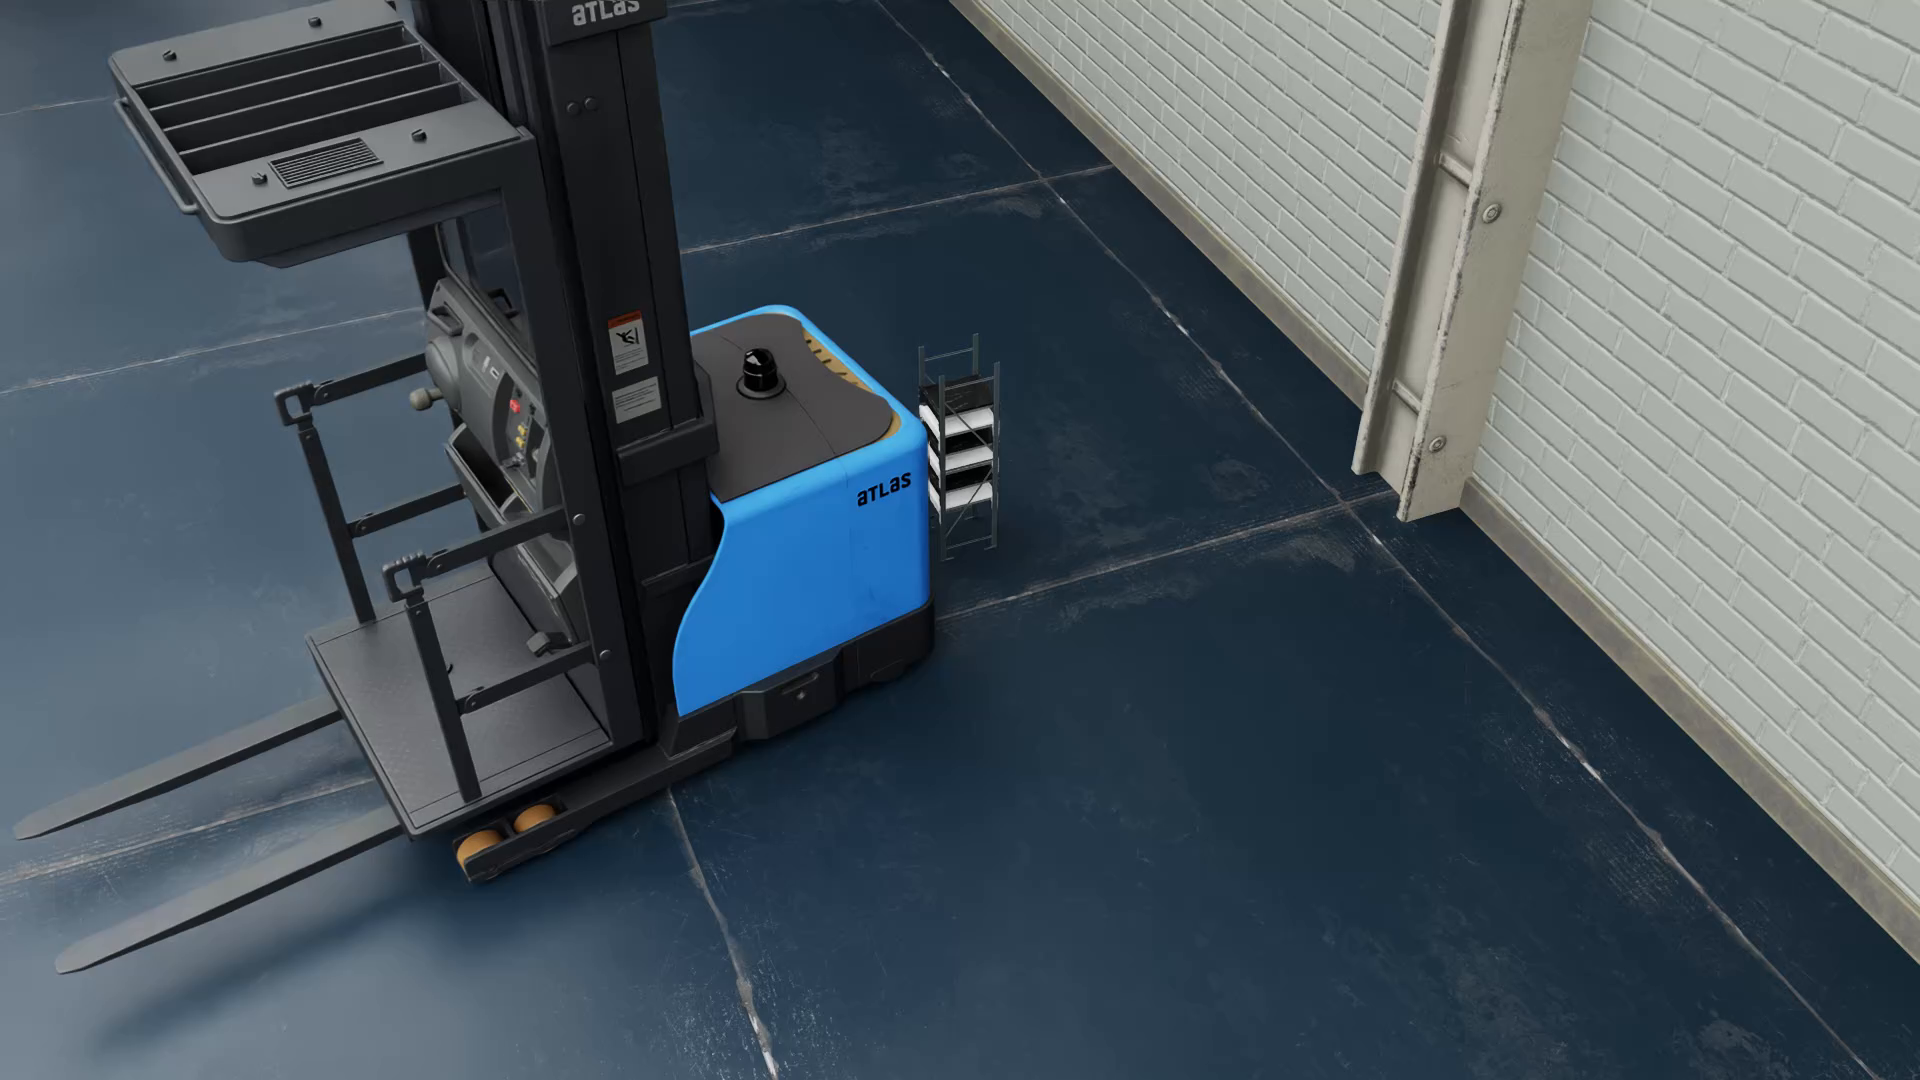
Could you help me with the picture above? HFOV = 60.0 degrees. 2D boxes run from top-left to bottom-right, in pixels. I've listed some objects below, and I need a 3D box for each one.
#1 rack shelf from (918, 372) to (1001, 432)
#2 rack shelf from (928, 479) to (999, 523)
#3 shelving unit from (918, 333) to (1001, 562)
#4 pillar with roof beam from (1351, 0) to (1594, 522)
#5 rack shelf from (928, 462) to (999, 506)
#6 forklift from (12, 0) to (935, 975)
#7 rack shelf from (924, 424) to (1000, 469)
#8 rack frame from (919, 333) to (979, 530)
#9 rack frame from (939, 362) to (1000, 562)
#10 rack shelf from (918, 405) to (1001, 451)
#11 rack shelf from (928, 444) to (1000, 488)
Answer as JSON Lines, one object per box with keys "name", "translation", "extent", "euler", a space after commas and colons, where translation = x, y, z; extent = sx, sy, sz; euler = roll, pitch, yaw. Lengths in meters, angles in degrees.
{"name": "rack shelf", "translation": [-0.003, -0.526, 6.308], "extent": [0.258, 0.077, 0.200], "euler": [-15, 43, -17]}
{"name": "rack shelf", "translation": [-0.003, -0.184, 6.601], "extent": [0.258, 0.077, 0.200], "euler": [-15, 43, -17]}
{"name": "shelving unit", "translation": [-0.003, -0.346, 6.462], "extent": [0.258, 0.900, 0.210], "euler": [-15, 43, -17]}
{"name": "pillar with roof beam", "translation": [-2.090, -2.567, 2.833], "extent": [9.100, 9.000, 0.400], "euler": [-15, 43, -17]}
{"name": "rack shelf", "translation": [-0.003, -0.253, 6.543], "extent": [0.258, 0.077, 0.200], "euler": [-15, 43, -17]}
{"name": "forklift", "translation": [-1.601, -0.391, 4.957], "extent": [3.031, 2.935, 1.130], "euler": [-24, 46, -25]}
{"name": "rack shelf", "translation": [-0.003, -0.389, 6.425], "extent": [0.258, 0.077, 0.200], "euler": [-15, 43, -17]}
{"name": "rack frame", "translation": [-0.042, -0.407, 6.534], "extent": [0.240, 0.900, 0.006], "euler": [-15, 43, -17]}
{"name": "rack frame", "translation": [0.036, -0.285, 6.391], "extent": [0.240, 0.900, 0.006], "euler": [-15, 43, -17]}
{"name": "rack shelf", "translation": [-0.003, -0.457, 6.367], "extent": [0.258, 0.077, 0.200], "euler": [-15, 43, -17]}
{"name": "rack shelf", "translation": [-0.003, -0.321, 6.484], "extent": [0.258, 0.077, 0.200], "euler": [-15, 43, -17]}
